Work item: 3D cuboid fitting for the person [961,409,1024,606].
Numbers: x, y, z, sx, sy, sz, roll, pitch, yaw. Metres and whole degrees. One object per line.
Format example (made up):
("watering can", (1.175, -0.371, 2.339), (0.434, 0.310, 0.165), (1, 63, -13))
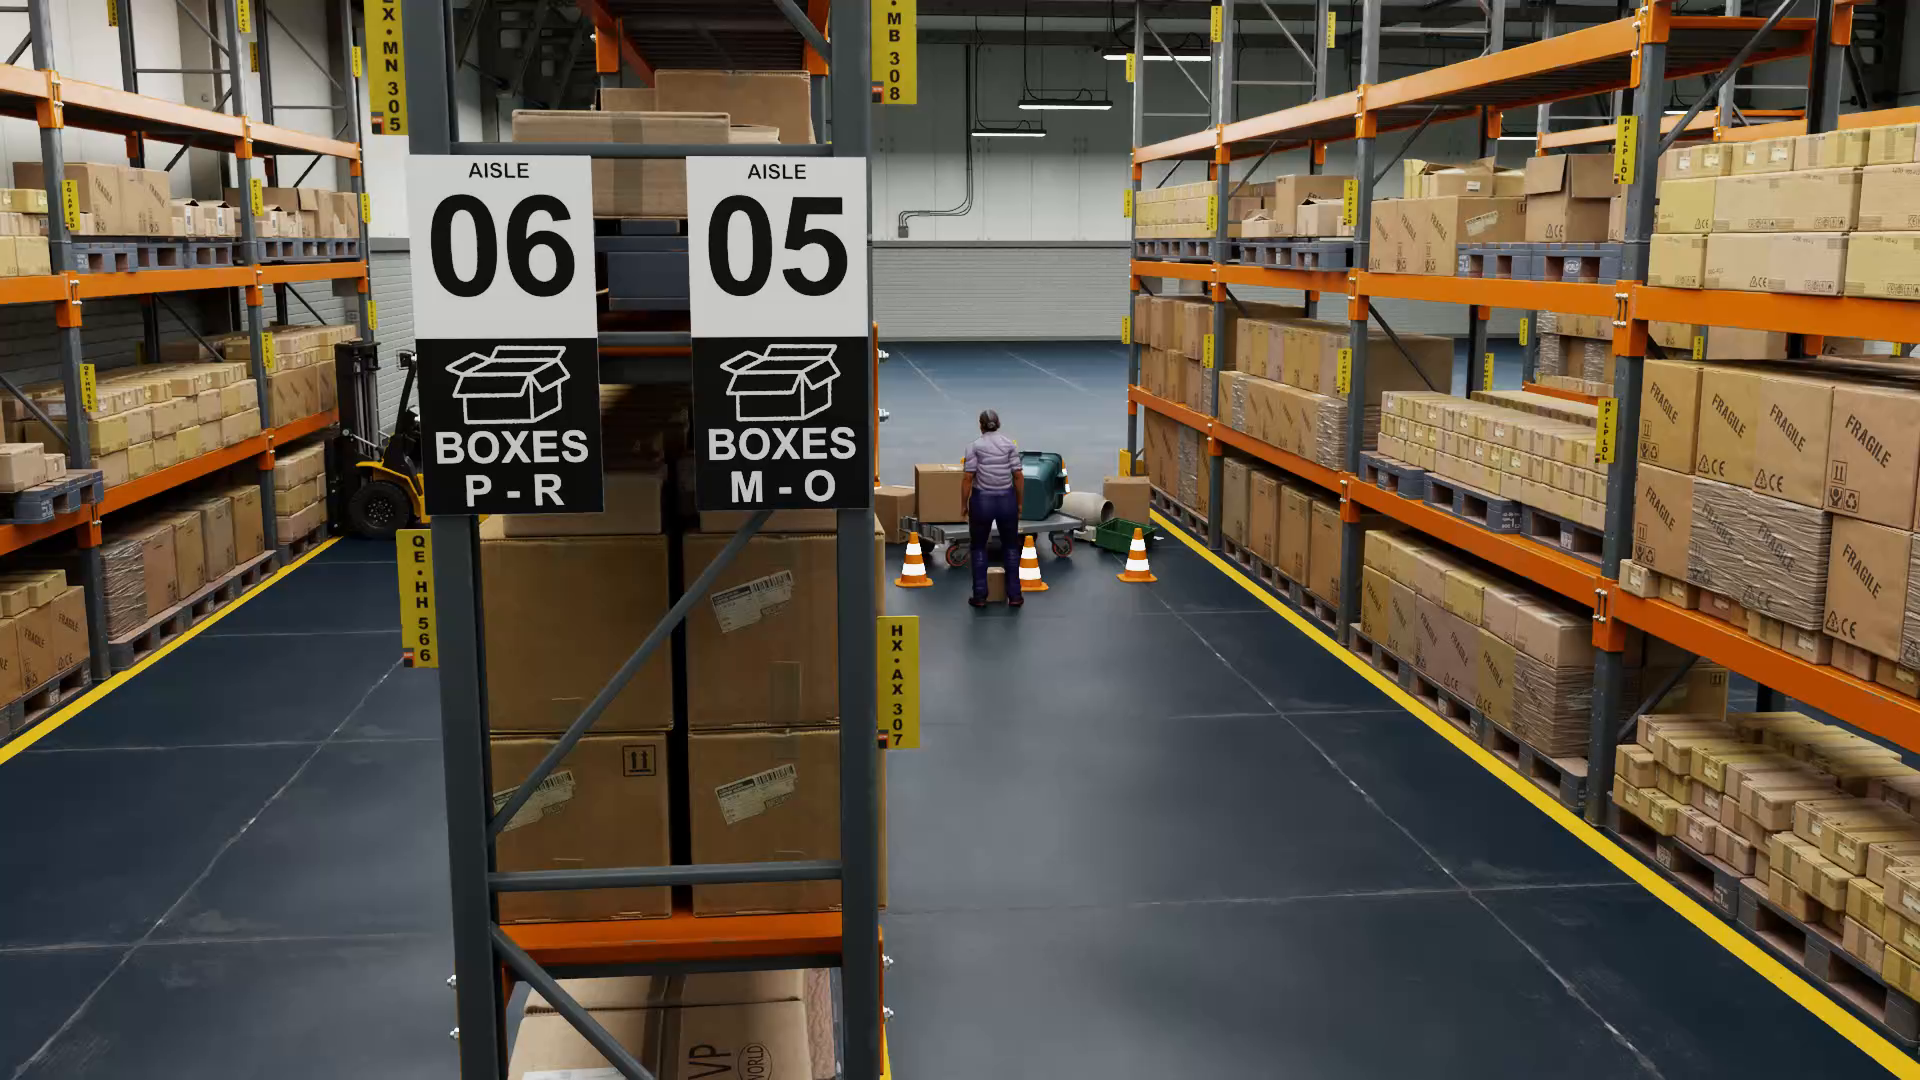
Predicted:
("person", (0.285, -0.260, 13.923), (0.557, 1.639, 0.364), (-1, 10, -8))
